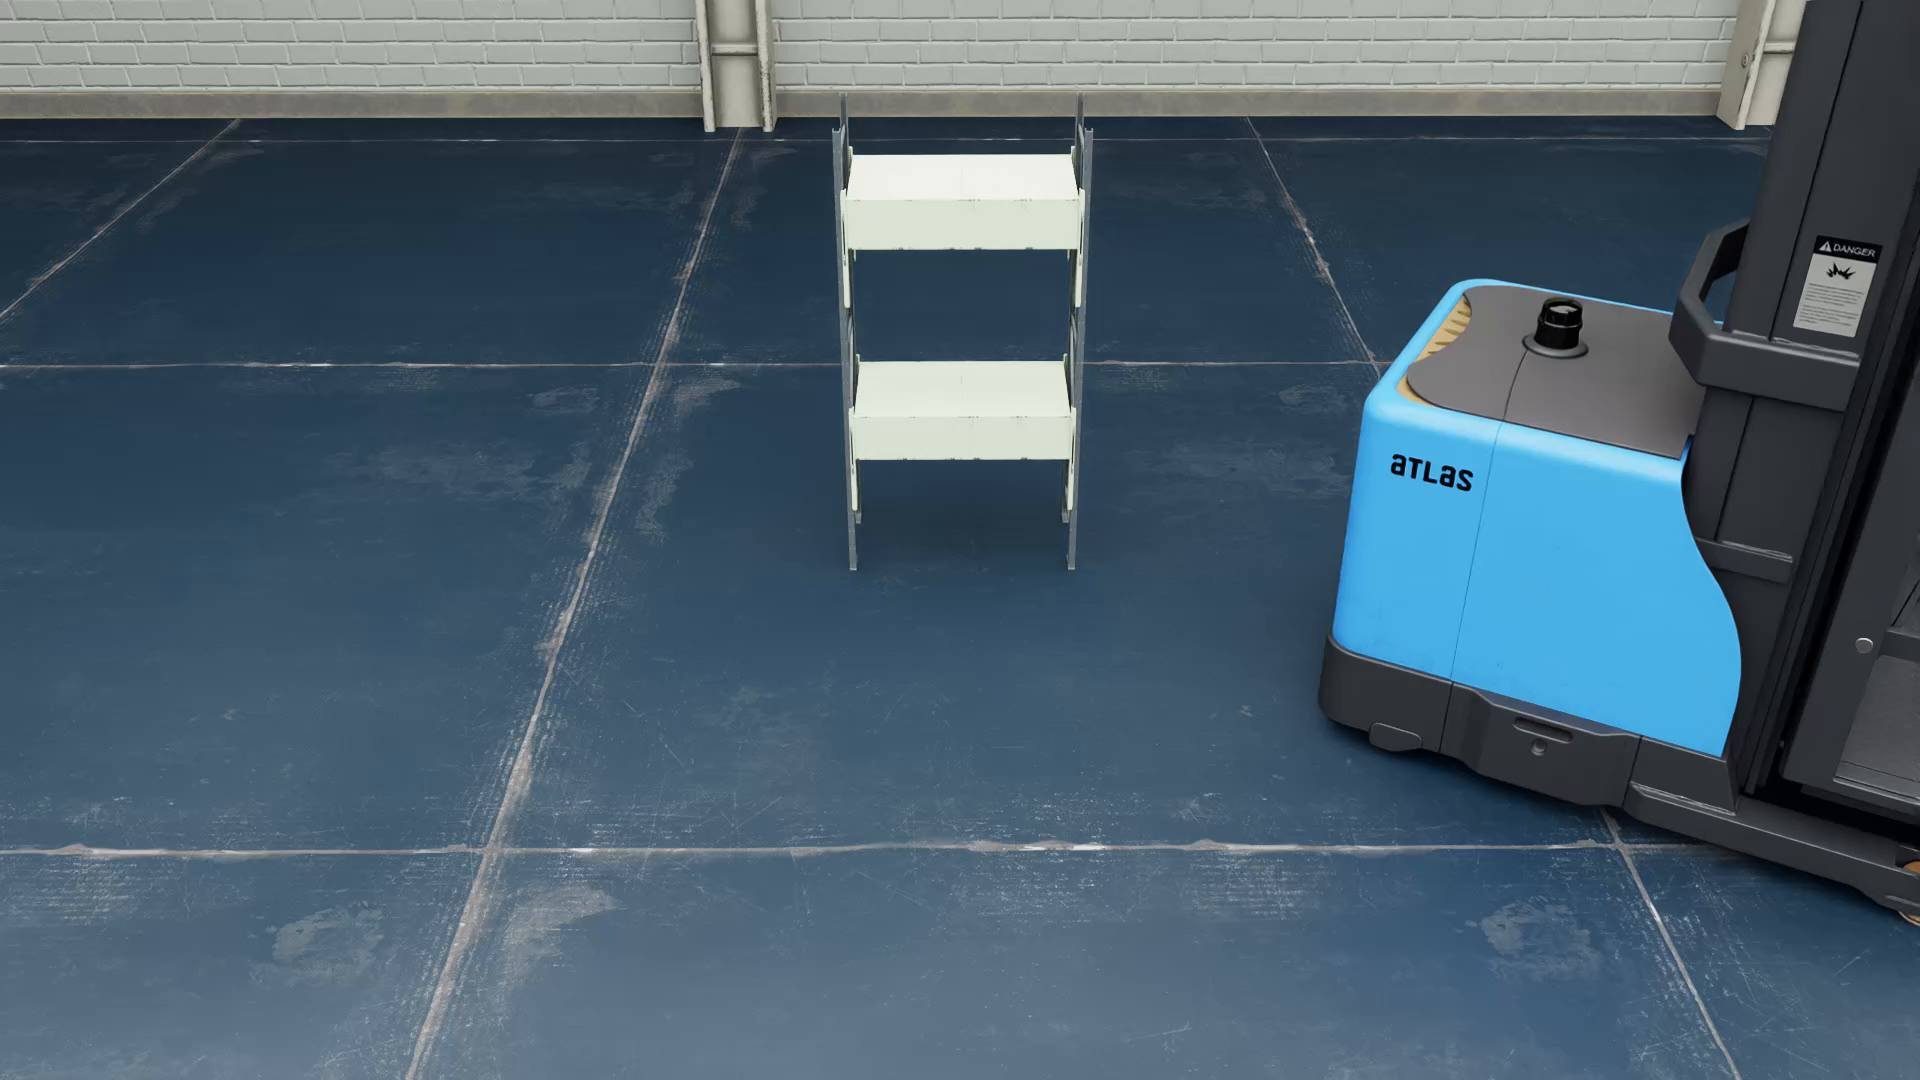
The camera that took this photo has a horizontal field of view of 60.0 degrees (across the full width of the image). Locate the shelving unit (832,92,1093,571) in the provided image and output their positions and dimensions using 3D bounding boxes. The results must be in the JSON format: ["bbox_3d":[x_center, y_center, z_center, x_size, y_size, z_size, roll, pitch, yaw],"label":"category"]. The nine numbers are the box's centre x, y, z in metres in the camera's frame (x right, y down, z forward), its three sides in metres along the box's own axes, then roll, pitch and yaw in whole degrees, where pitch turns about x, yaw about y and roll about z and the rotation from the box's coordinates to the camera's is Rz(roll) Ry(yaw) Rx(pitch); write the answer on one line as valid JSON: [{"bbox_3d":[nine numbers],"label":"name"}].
[{"bbox_3d":[0.007,-0.641,5.361,0.755,1.500,0.431,0,31,0],"label":"shelving unit"}]

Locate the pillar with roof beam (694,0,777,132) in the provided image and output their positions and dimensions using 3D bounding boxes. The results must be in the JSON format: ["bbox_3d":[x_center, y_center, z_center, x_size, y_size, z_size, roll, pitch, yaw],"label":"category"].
[{"bbox_3d":[-1.261,-4.069,3.781,0.400,9.000,9.100,0,31,0],"label":"pillar with roof beam"}]

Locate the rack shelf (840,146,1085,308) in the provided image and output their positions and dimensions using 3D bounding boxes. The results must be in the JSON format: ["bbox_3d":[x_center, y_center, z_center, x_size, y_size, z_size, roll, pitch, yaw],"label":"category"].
[{"bbox_3d":[0.007,-0.975,5.159,0.720,0.370,0.431,0,31,0],"label":"rack shelf"}]

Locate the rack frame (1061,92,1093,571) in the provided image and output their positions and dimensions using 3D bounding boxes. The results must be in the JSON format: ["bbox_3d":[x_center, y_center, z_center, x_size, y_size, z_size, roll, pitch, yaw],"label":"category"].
[{"bbox_3d":[0.373,-0.642,5.363,0.023,1.500,0.400,0,31,0],"label":"rack frame"}]

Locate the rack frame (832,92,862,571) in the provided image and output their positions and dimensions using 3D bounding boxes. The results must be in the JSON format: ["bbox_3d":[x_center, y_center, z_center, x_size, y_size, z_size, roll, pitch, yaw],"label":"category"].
[{"bbox_3d":[-0.359,-0.640,5.359,0.023,1.500,0.400,0,31,0],"label":"rack frame"}]

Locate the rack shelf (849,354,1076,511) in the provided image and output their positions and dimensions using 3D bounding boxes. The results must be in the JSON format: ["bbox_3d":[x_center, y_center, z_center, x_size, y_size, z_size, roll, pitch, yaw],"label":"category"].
[{"bbox_3d":[0.007,-0.363,5.530,0.720,0.370,0.431,0,31,0],"label":"rack shelf"}]

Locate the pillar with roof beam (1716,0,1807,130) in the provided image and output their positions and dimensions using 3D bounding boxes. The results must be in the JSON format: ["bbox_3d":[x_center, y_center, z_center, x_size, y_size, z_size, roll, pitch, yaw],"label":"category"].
[{"bbox_3d":[4.739,-4.087,3.811,0.400,9.000,9.100,0,31,0],"label":"pillar with roof beam"}]

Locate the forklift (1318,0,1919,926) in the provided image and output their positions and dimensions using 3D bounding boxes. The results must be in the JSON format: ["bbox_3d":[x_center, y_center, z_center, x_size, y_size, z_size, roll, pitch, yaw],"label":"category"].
[{"bbox_3d":[2.582,-0.552,3.834,3.031,2.935,1.130,16,35,24],"label":"forklift"}]
